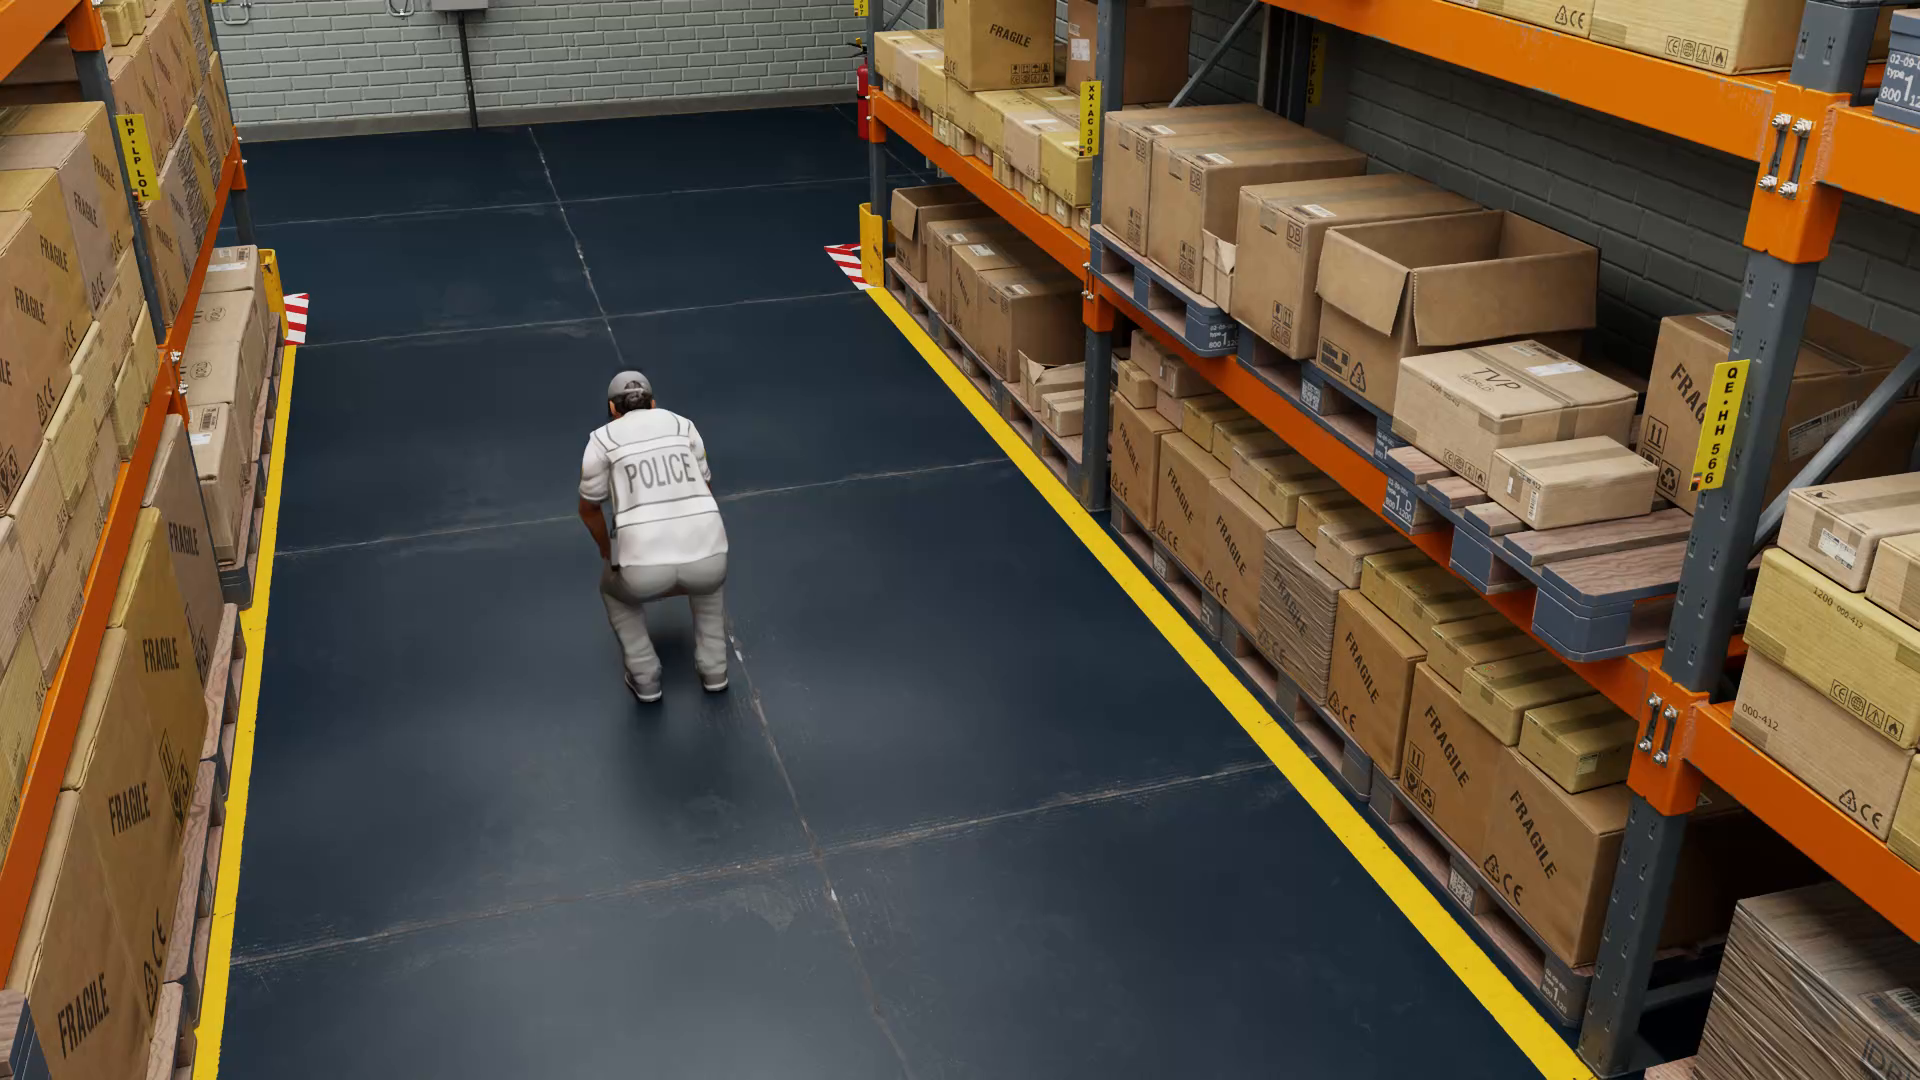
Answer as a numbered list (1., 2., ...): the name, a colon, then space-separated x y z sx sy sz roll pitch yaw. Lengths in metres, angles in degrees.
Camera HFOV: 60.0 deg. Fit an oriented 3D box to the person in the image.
1. person: -1.209 0.006 6.585 0.541 1.239 0.794 -8 28 -16
